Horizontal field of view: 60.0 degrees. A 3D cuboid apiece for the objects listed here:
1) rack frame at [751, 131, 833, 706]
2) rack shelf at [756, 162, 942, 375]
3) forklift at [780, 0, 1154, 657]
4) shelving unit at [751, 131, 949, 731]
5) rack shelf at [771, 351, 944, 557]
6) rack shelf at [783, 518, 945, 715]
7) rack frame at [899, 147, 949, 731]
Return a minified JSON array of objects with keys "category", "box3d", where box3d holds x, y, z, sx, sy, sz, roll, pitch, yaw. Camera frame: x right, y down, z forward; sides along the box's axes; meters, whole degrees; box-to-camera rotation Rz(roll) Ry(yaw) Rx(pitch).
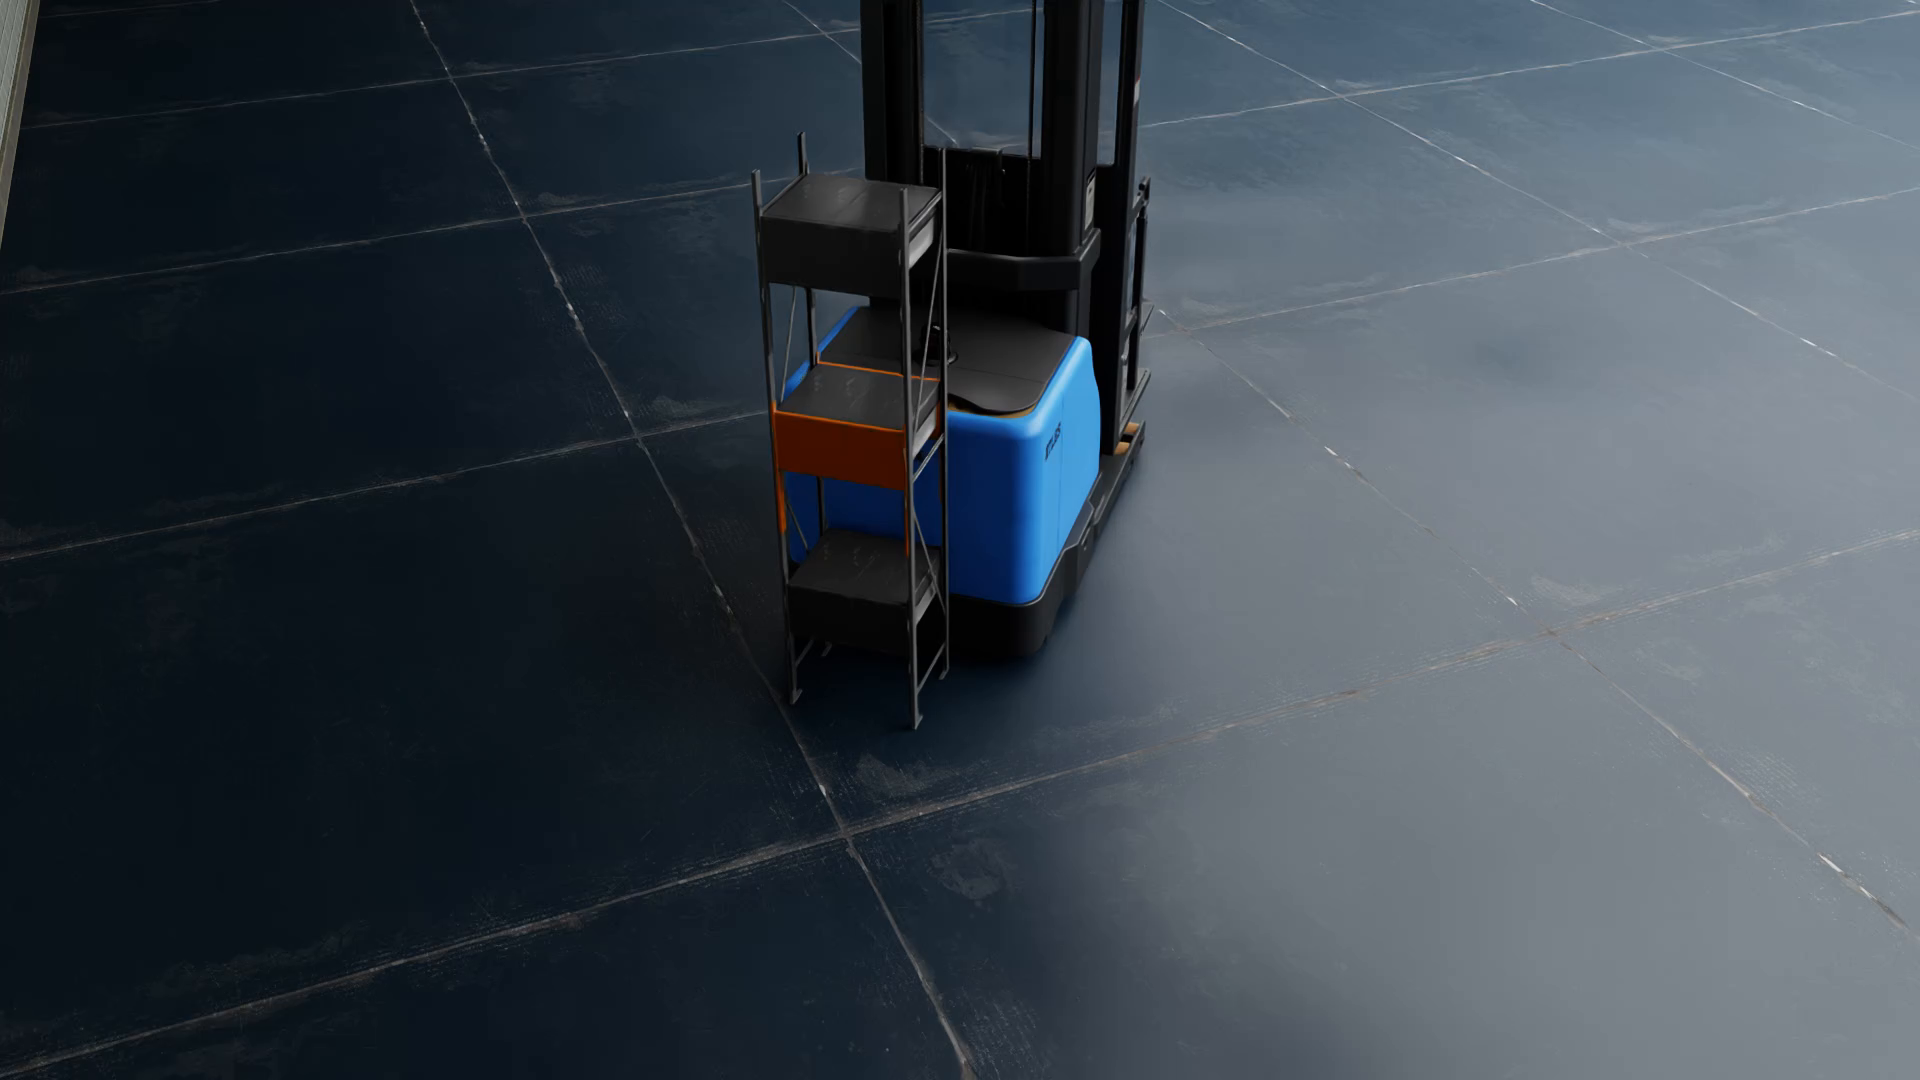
[{"category":"rack frame","box3d":[-0.576,-0.359,5.876,0.015,2.100,0.400,10,34,15]},{"category":"rack shelf","box3d":[-0.345,-0.893,5.438,0.480,0.518,0.431,10,34,15]},{"category":"forklift","box3d":[0.242,-1.575,6.983,1.130,2.935,3.031,10,34,15]},{"category":"shelving unit","box3d":[-0.344,-0.318,5.813,0.503,2.100,0.431,10,34,15]},{"category":"rack shelf","box3d":[-0.344,-0.307,5.820,0.480,0.518,0.431,10,34,15]},{"category":"rack shelf","box3d":[-0.343,0.280,6.202,0.480,0.518,0.431,10,34,15]},{"category":"rack frame","box3d":[-0.112,-0.277,5.749,0.015,2.100,0.400,10,34,15]}]
